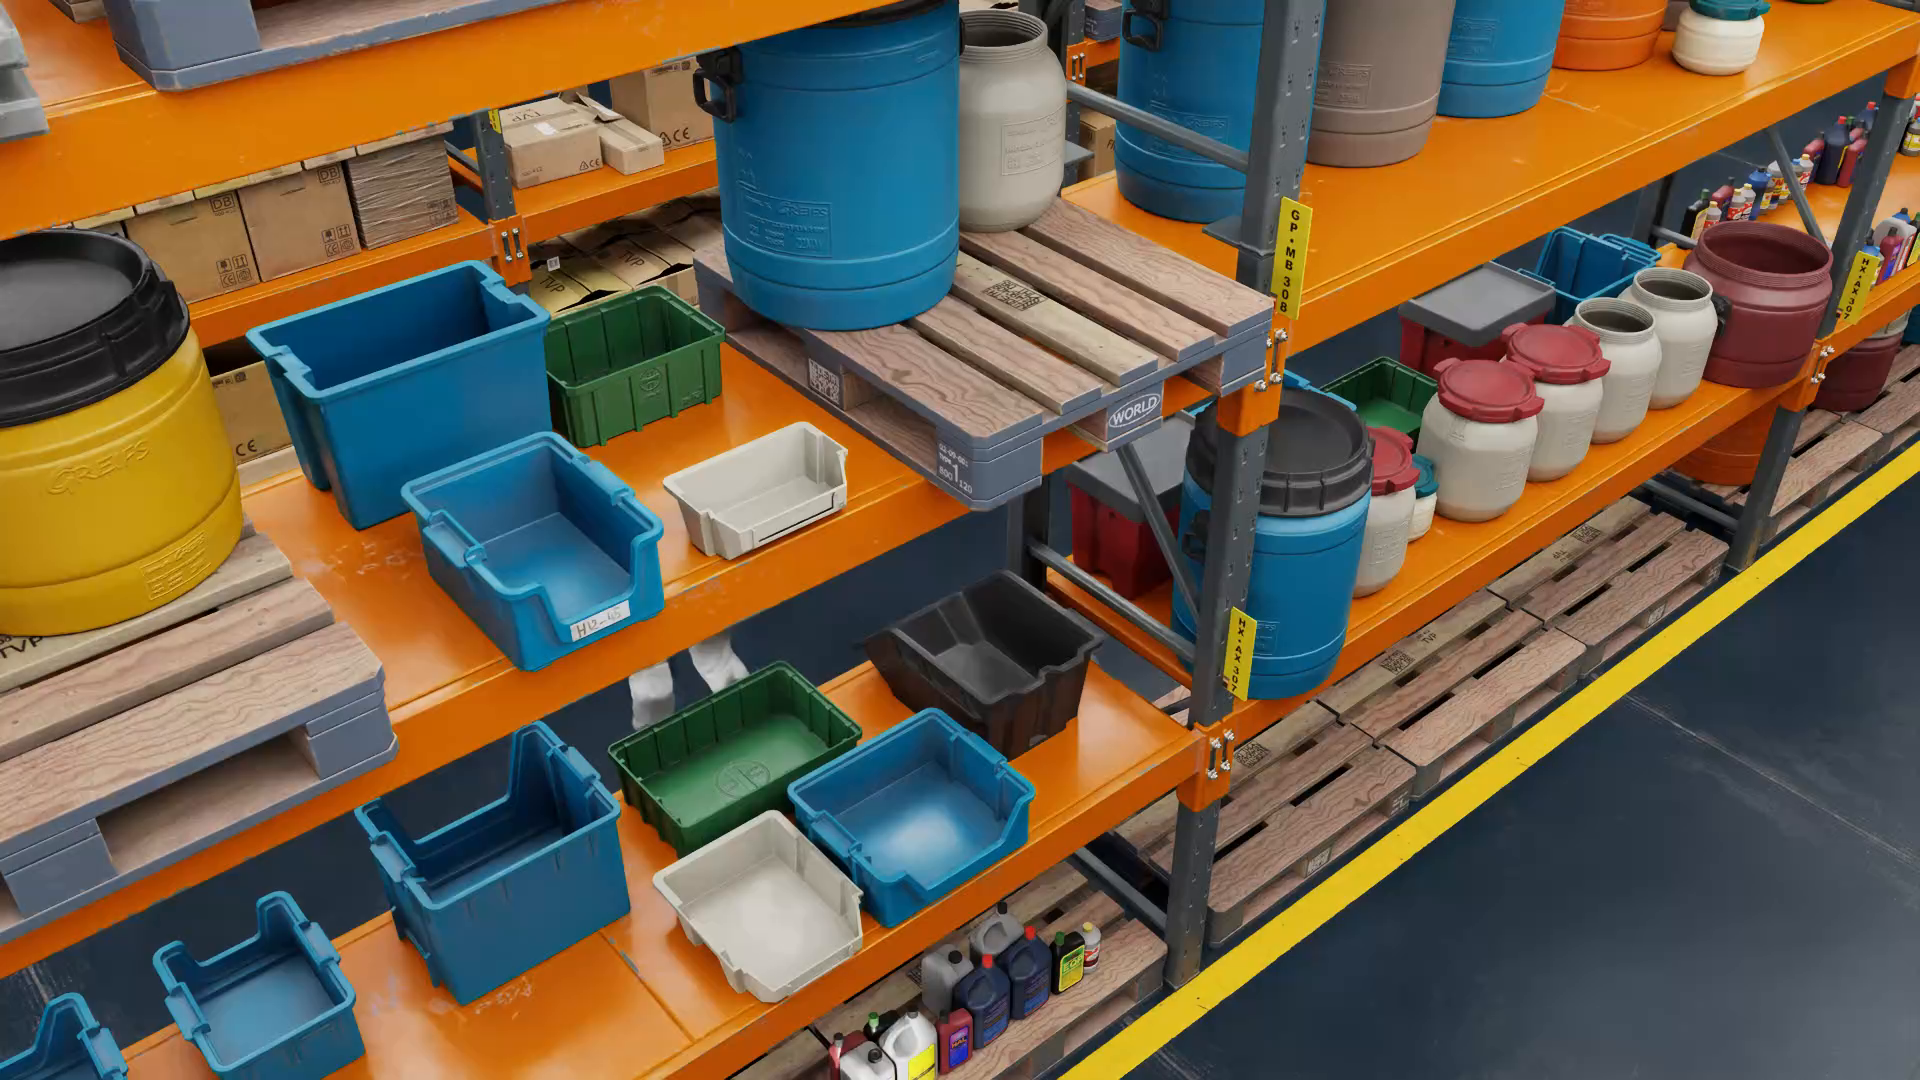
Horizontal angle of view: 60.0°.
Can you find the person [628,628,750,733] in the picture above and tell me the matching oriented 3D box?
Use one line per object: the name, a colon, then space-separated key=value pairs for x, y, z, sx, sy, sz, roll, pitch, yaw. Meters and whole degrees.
person: x=-1.112 y=0.255 z=6.739 sx=0.635 sy=1.711 sz=0.474 roll=-19 pitch=40 yaw=-24
